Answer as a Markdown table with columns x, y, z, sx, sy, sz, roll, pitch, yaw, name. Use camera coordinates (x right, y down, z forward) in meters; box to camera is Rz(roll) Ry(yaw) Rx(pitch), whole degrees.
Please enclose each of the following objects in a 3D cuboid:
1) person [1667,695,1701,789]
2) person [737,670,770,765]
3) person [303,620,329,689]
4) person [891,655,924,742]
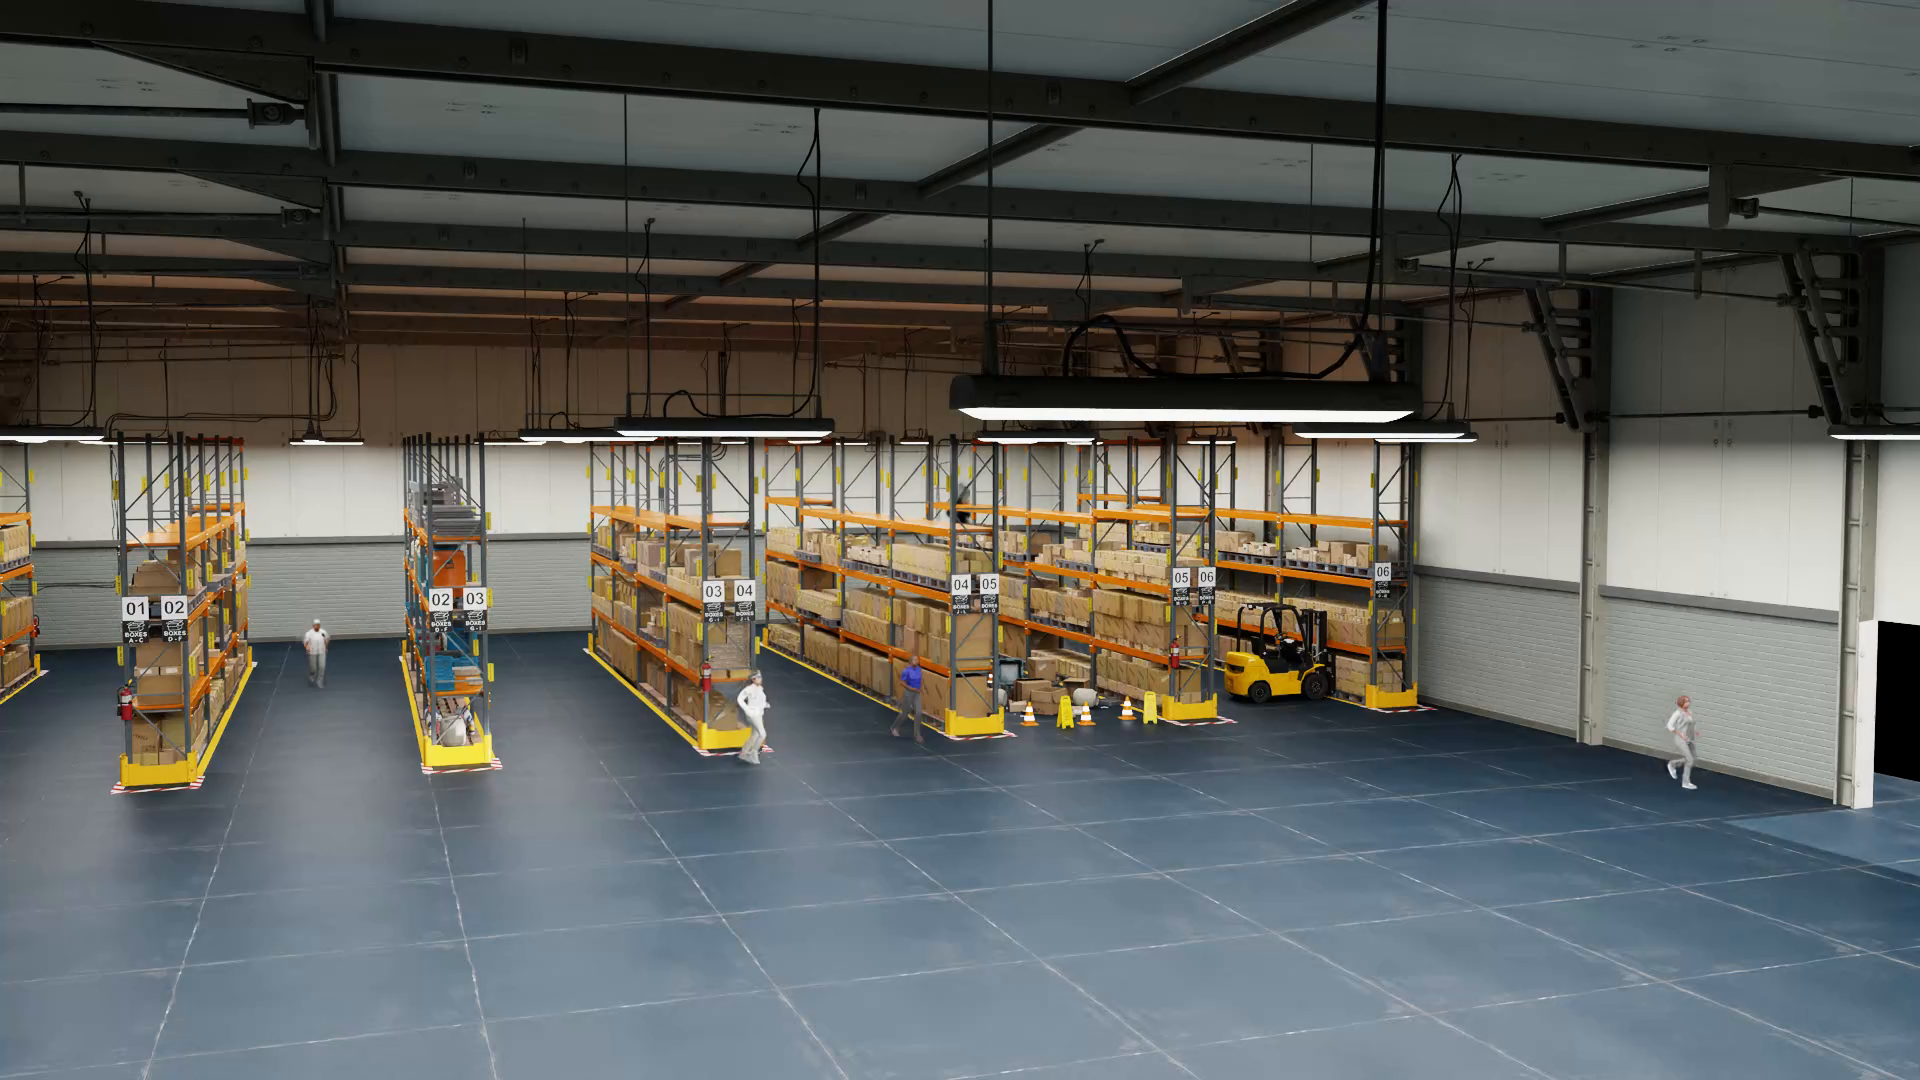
| x | y | z | sx | sy | sz | roll | pitch | yaw | name |
| --- | --- | --- | --- | --- | --- | --- | --- | --- | --- |
| 12.165 | 3.389 | 28.034 | 0.540 | 1.551 | 0.637 | -2 | 4 | -28 | person |
| -3.732 | 3.222 | 30.183 | 0.629 | 1.727 | 0.598 | 1 | 3 | 20 | person |
| -15.418 | 2.712 | 39.838 | 0.597 | 1.638 | 0.748 | -2 | 4 | -32 | person |
| -0.933 | 3.104 | 32.715 | 0.619 | 1.658 | 0.840 | -3 | 4 | -39 | person |
